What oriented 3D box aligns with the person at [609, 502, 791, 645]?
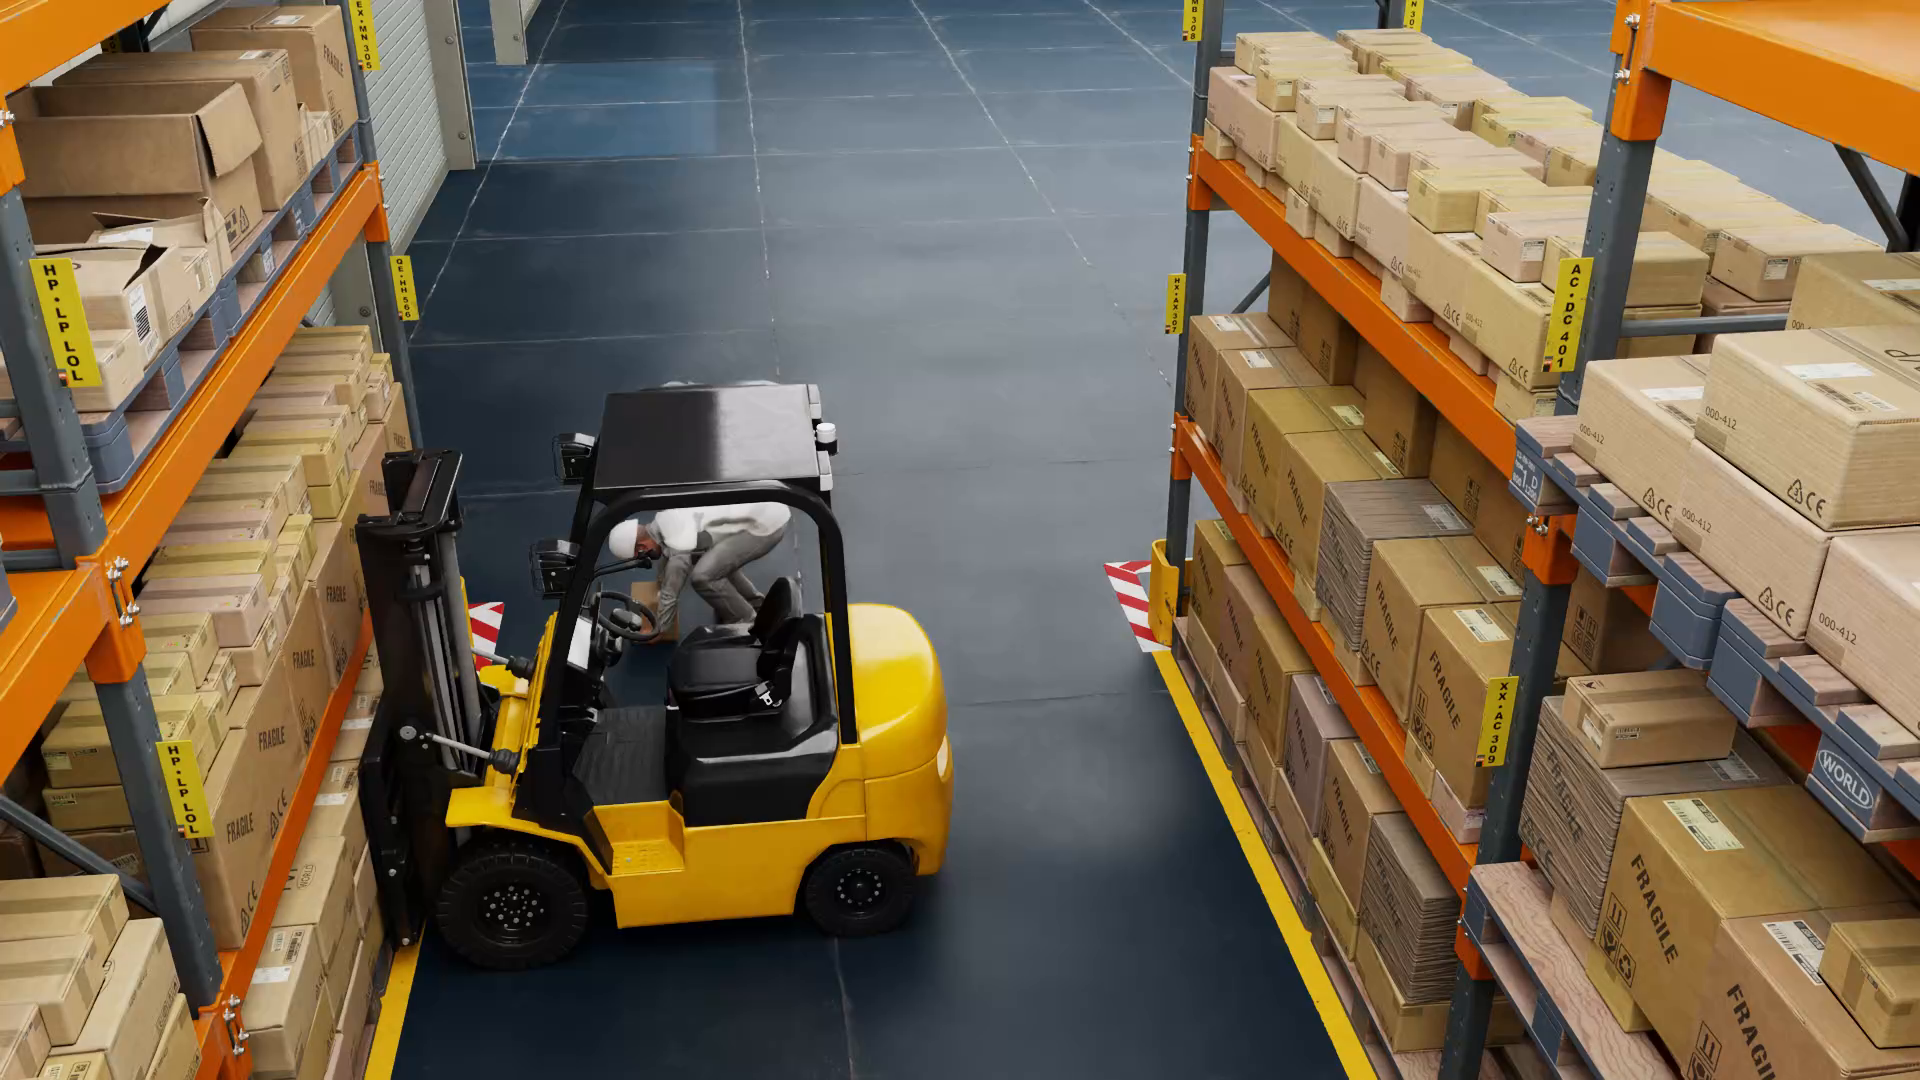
[{"bbox_3d":[-1.445,0.101,9.331,0.998,0.923,0.504,-5,27,-9],"label":"person"}]
